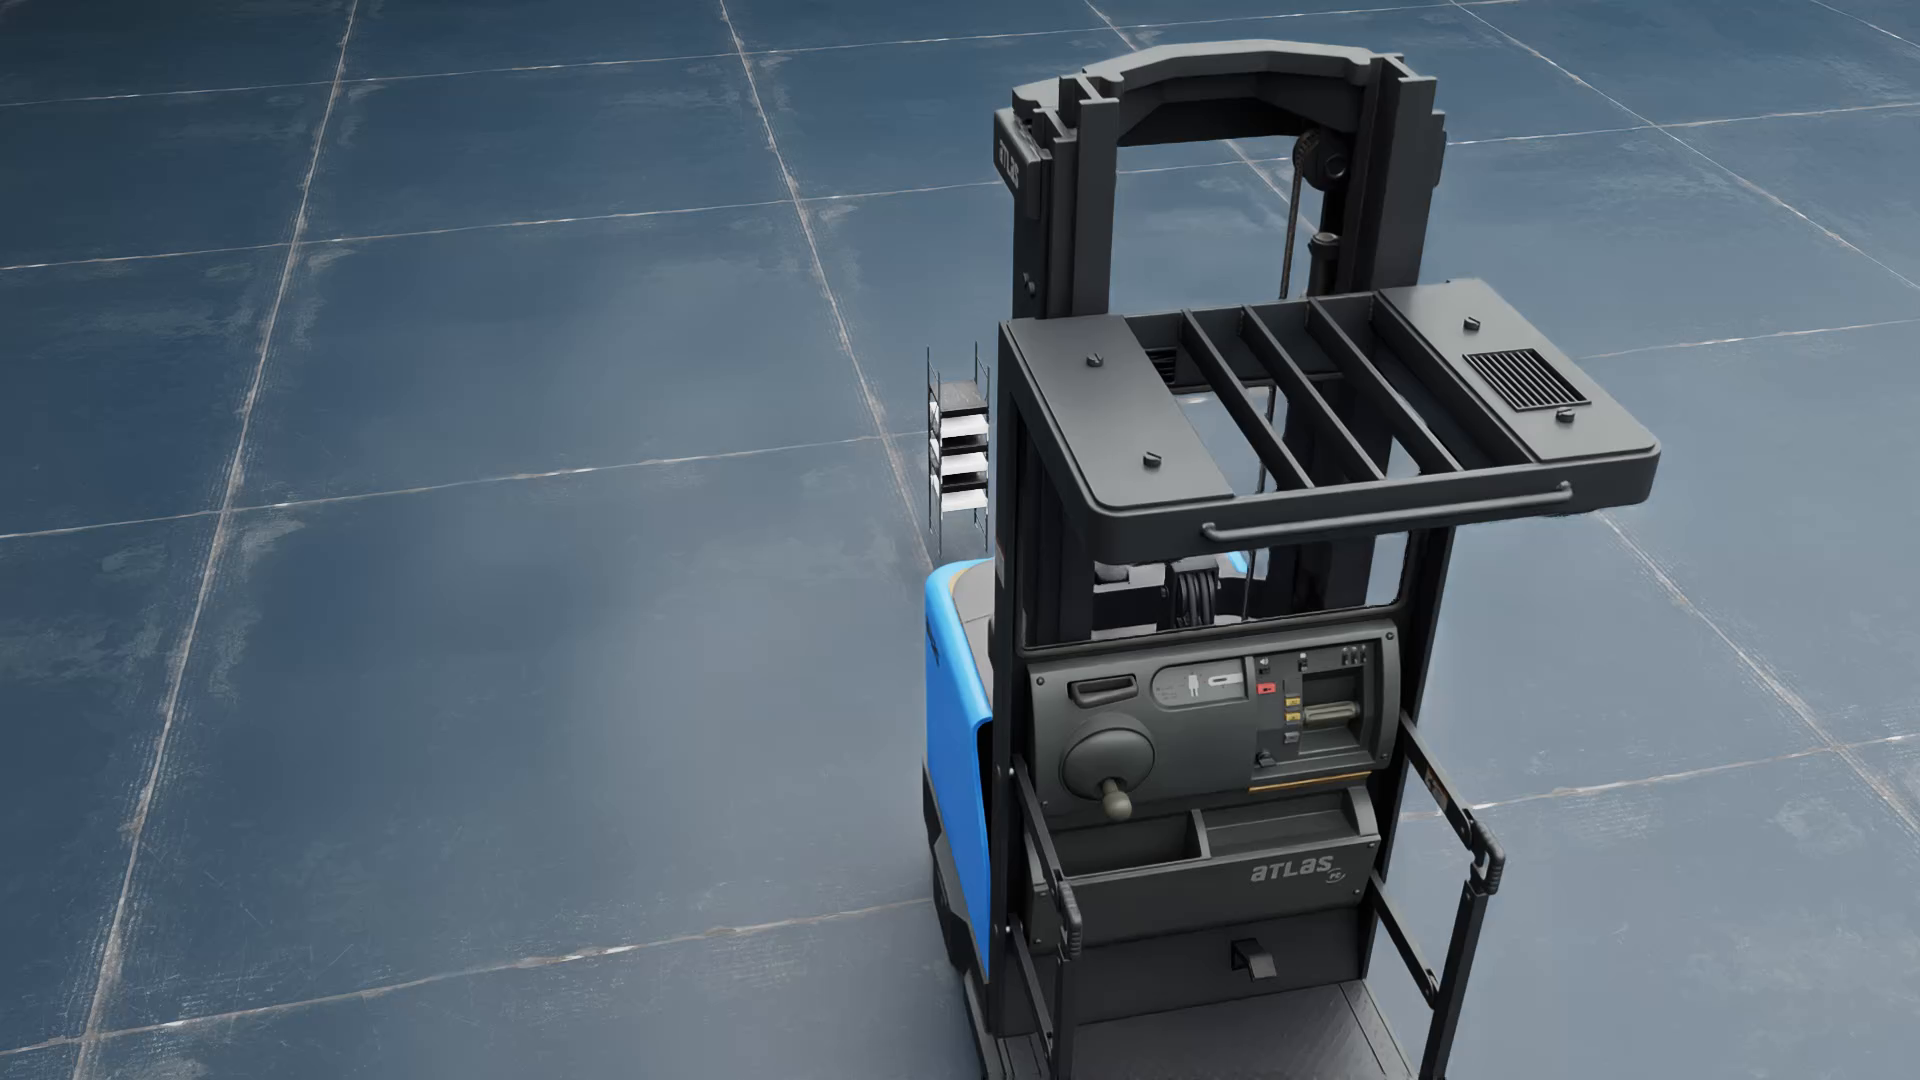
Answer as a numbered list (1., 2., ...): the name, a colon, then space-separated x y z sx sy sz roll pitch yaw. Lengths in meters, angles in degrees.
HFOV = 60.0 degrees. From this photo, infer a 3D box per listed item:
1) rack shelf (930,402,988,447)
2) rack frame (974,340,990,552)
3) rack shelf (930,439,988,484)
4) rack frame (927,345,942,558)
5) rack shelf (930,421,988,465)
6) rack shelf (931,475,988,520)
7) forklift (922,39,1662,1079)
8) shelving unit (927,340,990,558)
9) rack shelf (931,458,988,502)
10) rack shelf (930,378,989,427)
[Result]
1. rack shelf: -0.008 -0.494 6.916 0.200 0.077 0.258 -7 35 -11
2. rack frame: 0.091 -0.385 7.016 0.006 0.900 0.240 -7 35 -11
3. rack shelf: -0.008 -0.345 7.016 0.200 0.077 0.258 -7 35 -11
4. rack frame: -0.107 -0.360 6.979 0.006 0.900 0.240 -7 35 -11
5. rack shelf: -0.008 -0.420 6.966 0.200 0.077 0.258 -7 35 -11
6. rack shelf: -0.008 -0.196 7.117 0.200 0.077 0.258 -7 35 -11
7. forklift: 0.672 0.501 3.873 1.130 2.935 3.031 -6 34 -10
8. shelving unit: -0.008 -0.373 6.998 0.210 0.900 0.258 -7 35 -11
9. rack shelf: -0.008 -0.270 7.066 0.200 0.077 0.258 -7 35 -11
10. rack shelf: -0.008 -0.569 6.866 0.200 0.077 0.258 -7 35 -11
